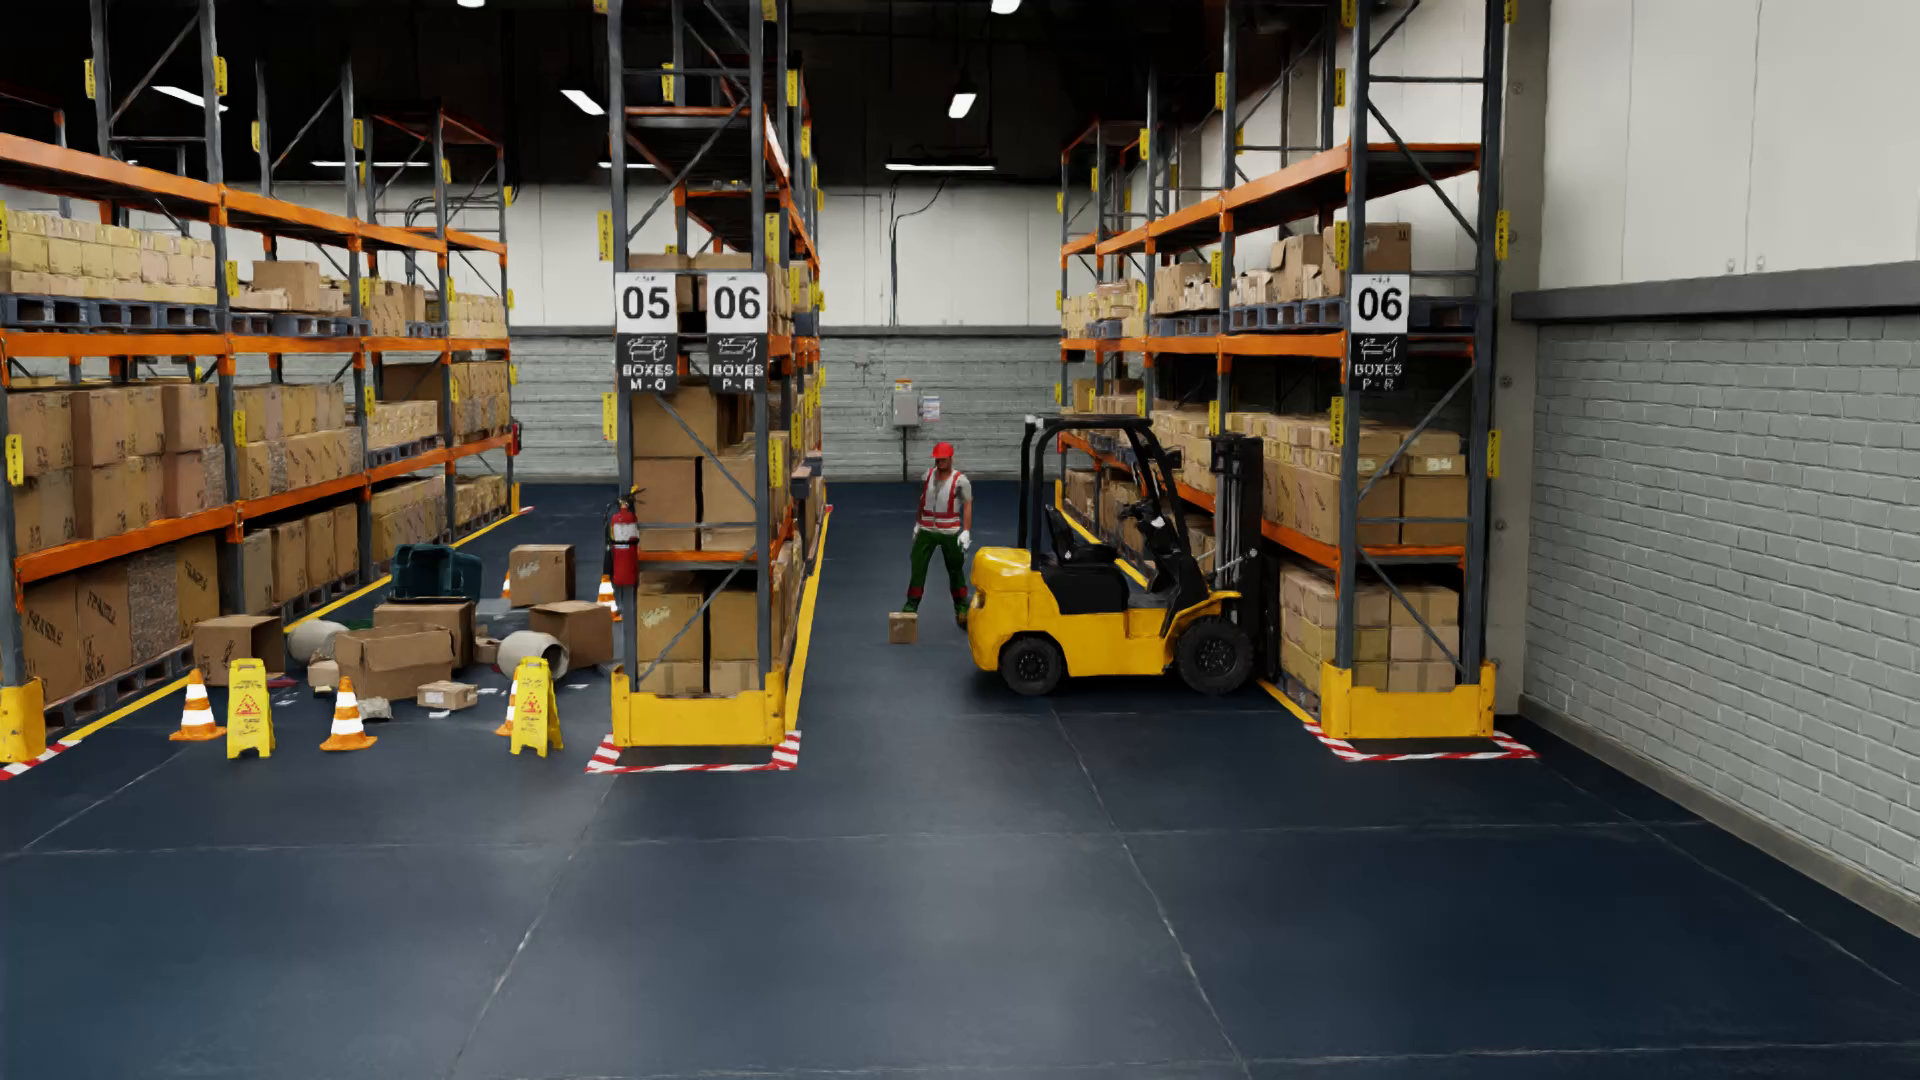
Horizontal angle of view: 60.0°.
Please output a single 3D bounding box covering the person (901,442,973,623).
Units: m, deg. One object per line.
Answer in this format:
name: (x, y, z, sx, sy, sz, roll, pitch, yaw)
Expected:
person: (-0.240, -0.070, 16.081, 0.715, 1.769, 0.631, 3, 7, 22)
